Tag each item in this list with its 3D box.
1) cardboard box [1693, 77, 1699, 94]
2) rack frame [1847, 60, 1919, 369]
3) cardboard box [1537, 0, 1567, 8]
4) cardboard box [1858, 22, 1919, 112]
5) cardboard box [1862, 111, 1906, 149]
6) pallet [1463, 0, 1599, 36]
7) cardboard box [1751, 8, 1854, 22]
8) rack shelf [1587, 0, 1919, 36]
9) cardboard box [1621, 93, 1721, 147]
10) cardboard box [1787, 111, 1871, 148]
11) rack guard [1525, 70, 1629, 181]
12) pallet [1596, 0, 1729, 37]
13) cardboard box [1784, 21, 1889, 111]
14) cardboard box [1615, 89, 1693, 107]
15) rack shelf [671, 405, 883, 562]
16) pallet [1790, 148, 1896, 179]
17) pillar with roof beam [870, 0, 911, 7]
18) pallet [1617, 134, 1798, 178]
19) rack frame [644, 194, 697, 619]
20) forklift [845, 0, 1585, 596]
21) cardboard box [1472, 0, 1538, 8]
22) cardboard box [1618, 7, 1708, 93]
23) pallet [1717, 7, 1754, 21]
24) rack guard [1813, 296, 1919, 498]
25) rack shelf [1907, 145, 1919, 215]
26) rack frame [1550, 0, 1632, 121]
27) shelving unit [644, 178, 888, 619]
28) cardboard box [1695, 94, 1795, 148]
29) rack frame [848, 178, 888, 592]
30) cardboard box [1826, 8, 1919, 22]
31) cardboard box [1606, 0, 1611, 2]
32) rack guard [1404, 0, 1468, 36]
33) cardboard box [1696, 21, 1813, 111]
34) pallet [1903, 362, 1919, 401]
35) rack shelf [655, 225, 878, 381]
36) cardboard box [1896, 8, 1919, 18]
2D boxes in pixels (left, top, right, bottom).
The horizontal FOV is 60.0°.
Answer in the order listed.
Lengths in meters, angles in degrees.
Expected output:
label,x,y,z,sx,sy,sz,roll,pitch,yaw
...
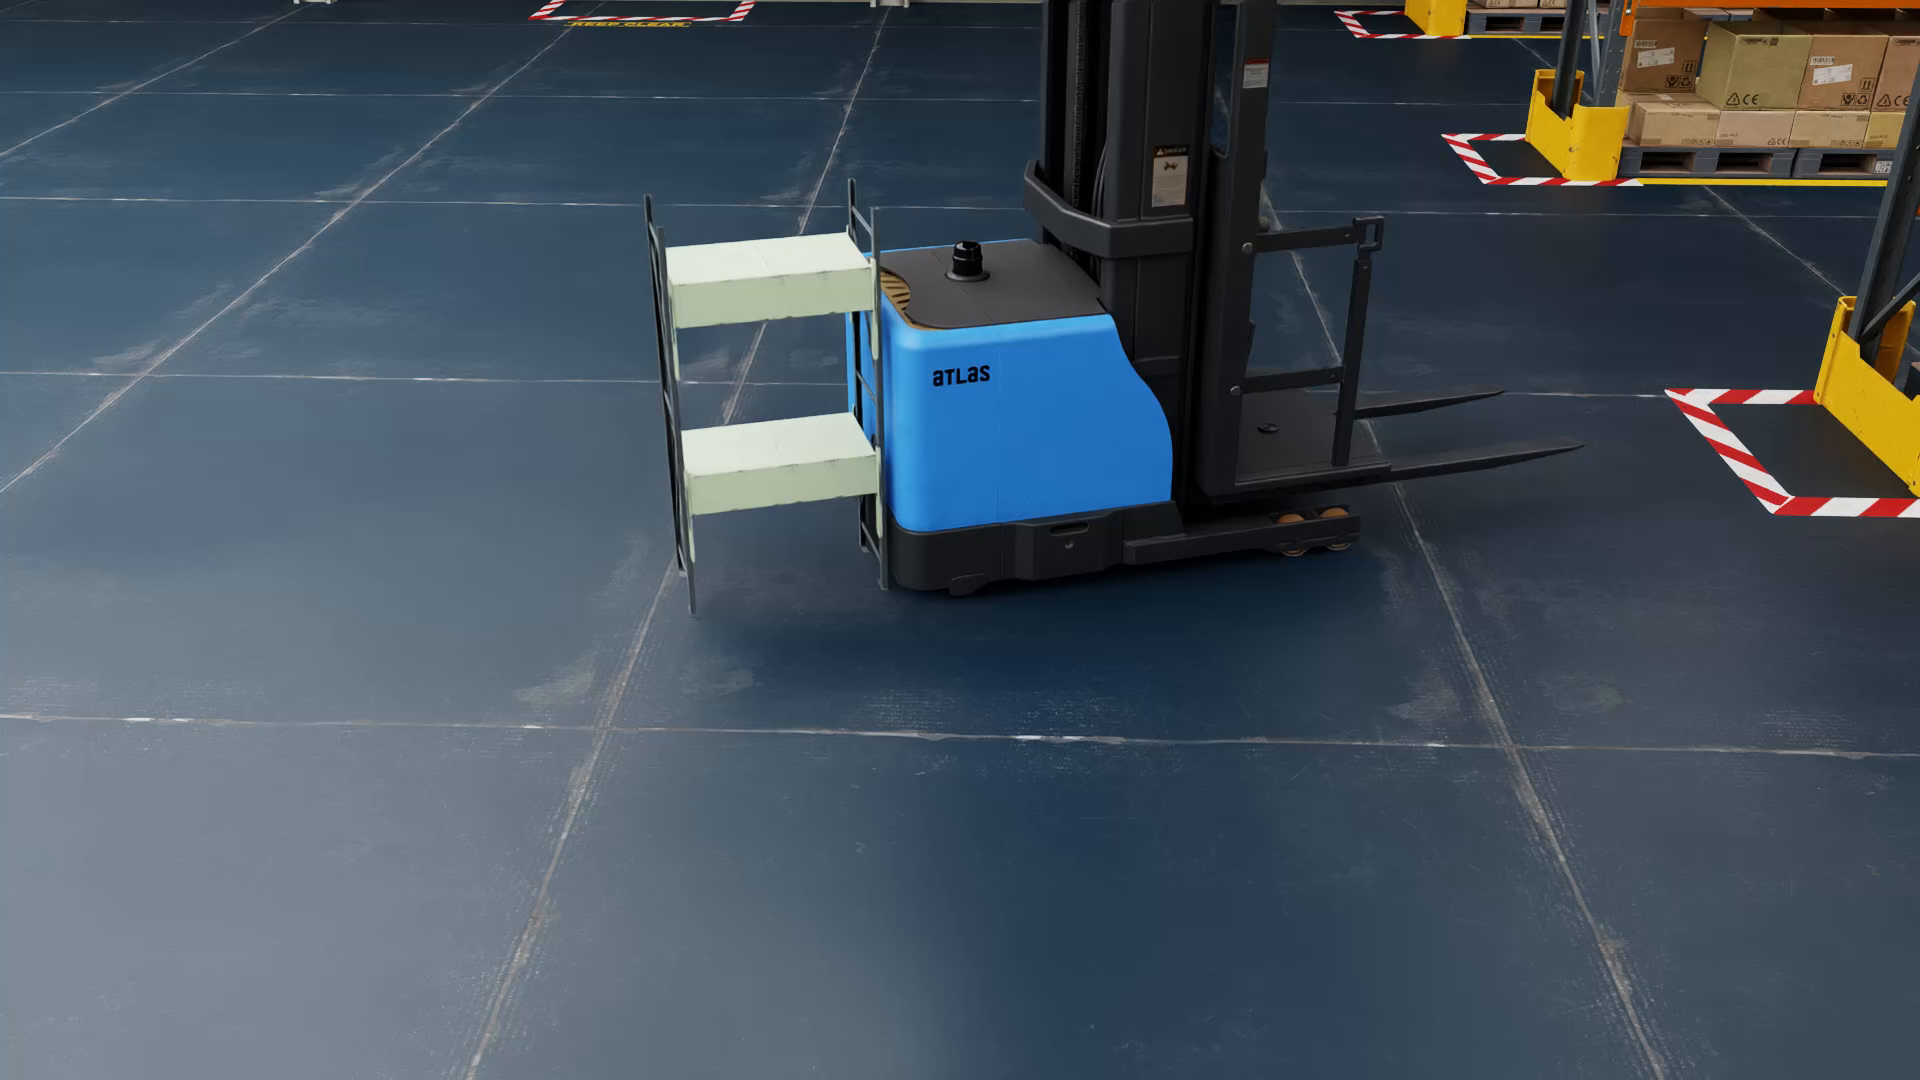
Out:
label,x,y,z,sx,sy,sz,roll,pitch,yaw
cardboard box,5.425,-3.153,11.982,0.500,0.250,0.500,1,28,2
rack frame,4.200,-1.737,6.824,0.127,3.000,1.000,1,28,2
cardboard box,5.808,-5.318,15.980,0.500,0.311,0.500,3,28,6
cardboard box,6.405,-3.218,11.305,0.500,0.500,0.500,1,28,2
cardboard box,6.406,-2.888,11.482,0.500,0.250,0.500,1,28,2
pallet,5.436,-5.111,16.166,1.213,0.211,1.003,1,28,2
cardboard box,5.925,-3.478,11.795,0.500,0.500,0.500,1,28,2
rack shelf,6.377,-3.705,11.304,4.000,0.370,1.077,1,28,2
cardboard box,4.907,-2.913,11.530,0.500,0.250,0.500,1,28,2
cardboard box,5.906,-2.898,11.502,0.500,0.250,0.500,1,28,2
rack guard,4.354,-2.951,11.784,0.348,0.500,1.175,1,28,2
pallet,6.652,-5.089,16.125,1.213,0.211,1.003,1,28,2
cardboard box,5.906,-3.235,11.336,0.500,0.500,0.500,1,28,2
cardboard box,4.925,-3.156,11.987,0.500,0.250,0.500,1,28,2
rack shelf,-0.693,-0.220,6.260,0.720,0.370,0.431,-8,29,-14
pallet,6.360,-2.809,11.823,1.213,0.211,1.003,1,28,2
pillar with roof beam,-0.869,-7.502,11.294,0.400,9.000,9.100,1,28,2
pallet,5.144,-2.830,11.864,1.213,0.211,1.003,1,28,2
rack frame,-1.045,-0.461,6.019,0.023,1.500,0.400,-8,29,-14
forklift,1.102,-1.459,6.372,3.031,2.935,1.130,-8,29,-14
cardboard box,5.238,-5.327,15.997,0.500,0.311,0.500,-2,28,-4
cardboard box,4.925,-3.488,11.814,0.500,0.500,0.500,1,28,2
pallet,7.875,-5.071,16.090,1.213,0.211,1.003,1,28,2
rack guard,4.277,-0.653,7.449,0.348,0.500,1.175,1,28,2
rack shelf,6.199,-1.386,6.930,4.000,0.370,1.077,1,28,2
rack frame,4.378,-4.055,11.198,0.127,3.000,1.000,1,28,2
shelving unit,-0.693,-0.508,6.108,0.755,1.500,0.431,-8,29,-14
cardboard box,5.406,-2.907,11.518,0.500,0.250,0.500,1,28,2
rack frame,-0.341,-0.555,6.196,0.023,1.500,0.400,-8,29,-14
cardboard box,6.424,-3.469,11.779,0.500,0.500,0.500,1,28,2
cardboard box,6.539,-5.366,15.868,0.500,0.500,0.700,-1,28,-1
rack guard,4.625,-5.269,16.155,0.348,0.500,1.175,1,28,2
cardboard box,5.406,-3.237,11.341,0.500,0.500,0.500,1,28,2
pallet,5.089,-0.510,7.486,1.213,0.211,1.003,1,28,2
rack shelf,-0.693,-0.853,5.925,0.720,0.370,0.431,-8,29,-14
cardboard box,6.924,-3.462,11.765,0.500,0.500,0.500,1,28,2
